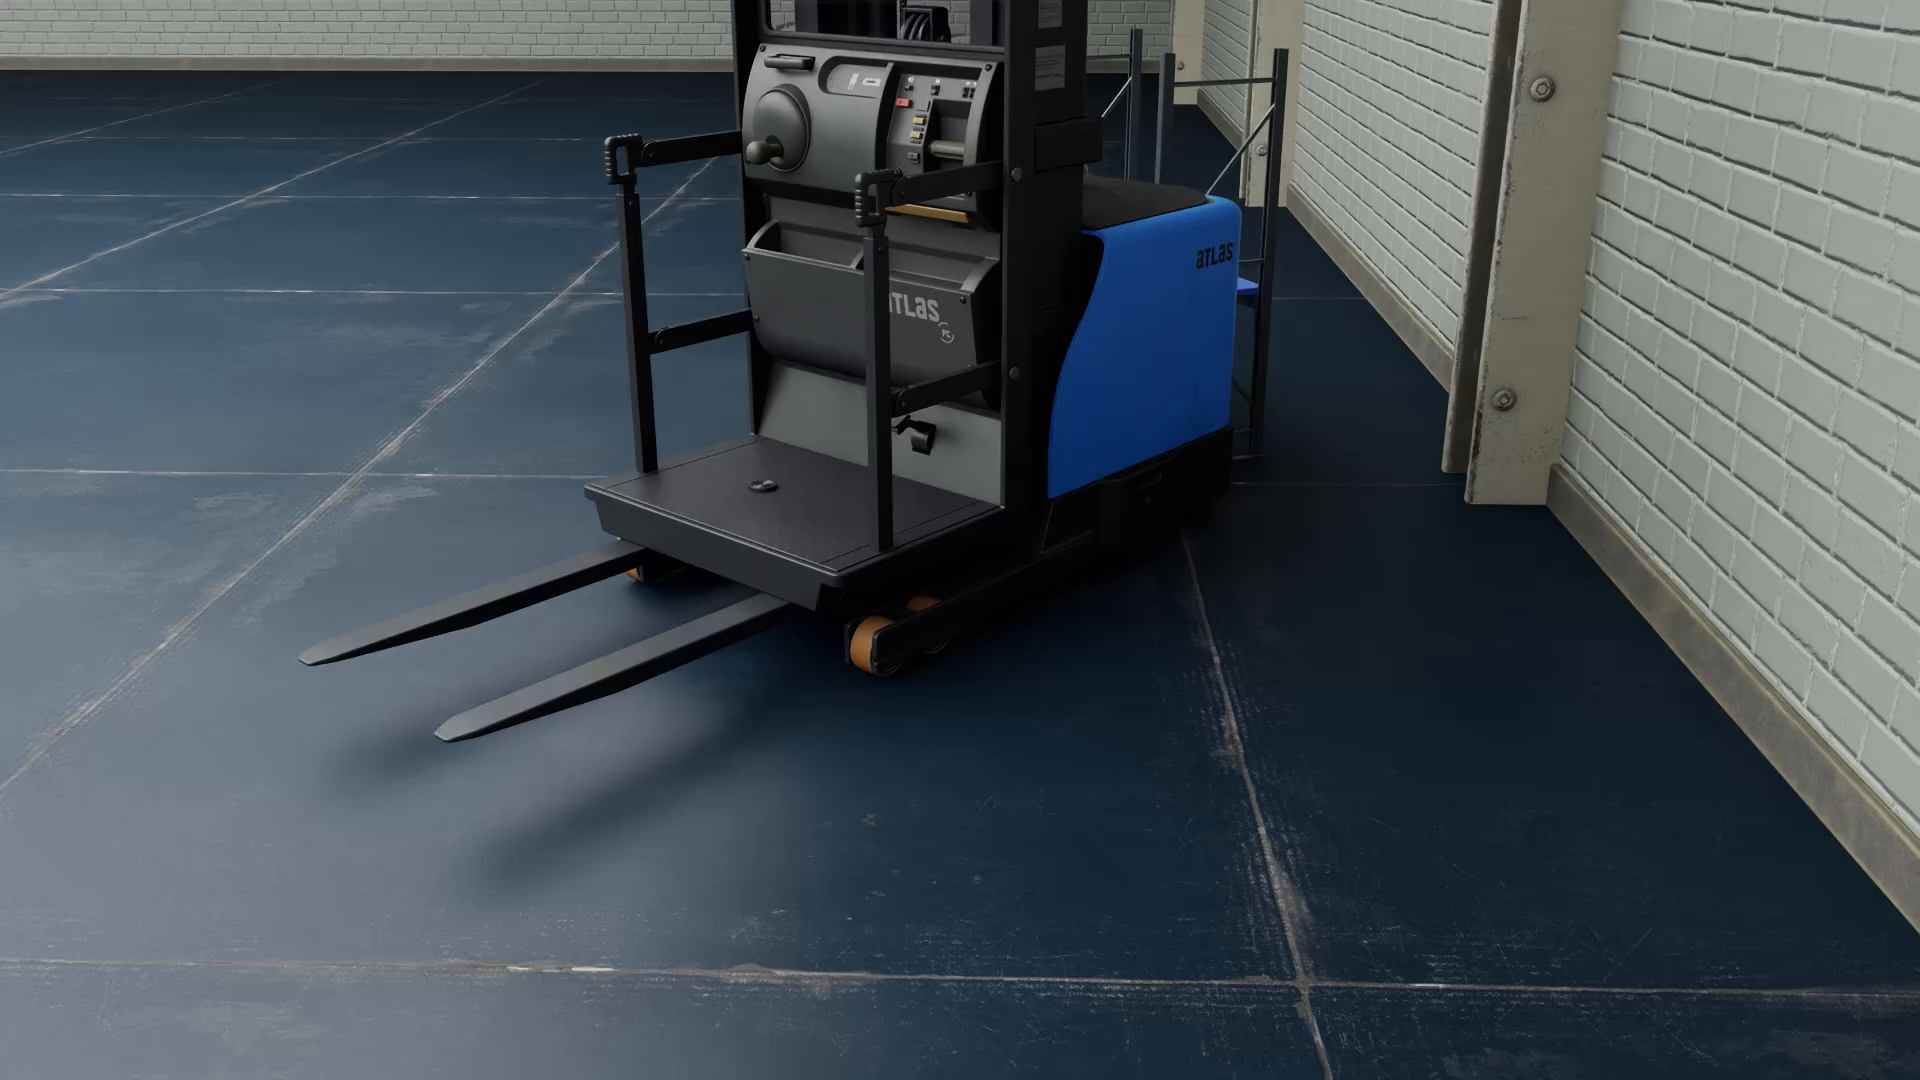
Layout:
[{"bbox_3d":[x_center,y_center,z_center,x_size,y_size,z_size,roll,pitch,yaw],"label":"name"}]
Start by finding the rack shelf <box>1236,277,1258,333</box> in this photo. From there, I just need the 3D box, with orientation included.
[{"bbox_3d":[0.706,-0.983,6.485,0.538,0.185,1.000,-9,23,-22],"label":"rack shelf"}]

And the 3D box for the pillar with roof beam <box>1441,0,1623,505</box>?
[{"bbox_3d":[-2.354,-4.440,4.532,9.100,9.000,0.400,1,21,2],"label":"pillar with roof beam"}]

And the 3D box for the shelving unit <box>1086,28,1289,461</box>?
[{"bbox_3d":[0.706,-1.150,6.420,0.538,1.500,1.048,-9,23,-22],"label":"shelving unit"}]

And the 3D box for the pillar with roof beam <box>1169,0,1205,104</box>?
[{"bbox_3d":[-1.989,-8.779,15.714,9.100,9.000,0.400,1,21,2],"label":"pillar with roof beam"}]

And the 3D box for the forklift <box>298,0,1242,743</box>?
[{"bbox_3d":[-0.410,-1.197,4.562,1.130,2.935,3.031,18,27,38],"label":"forklift"}]

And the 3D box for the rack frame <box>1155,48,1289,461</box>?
[{"bbox_3d":[0.913,-0.982,5.987,0.500,1.500,0.032,-9,23,-22],"label":"rack frame"}]

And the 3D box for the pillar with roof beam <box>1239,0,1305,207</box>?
[{"bbox_3d":[-2.171,-6.610,10.123,9.100,9.000,0.400,1,21,2],"label":"pillar with roof beam"}]

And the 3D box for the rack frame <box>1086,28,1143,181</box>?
[{"bbox_3d":[0.499,-1.318,6.853,0.500,1.500,0.032,-9,23,-22],"label":"rack frame"}]
